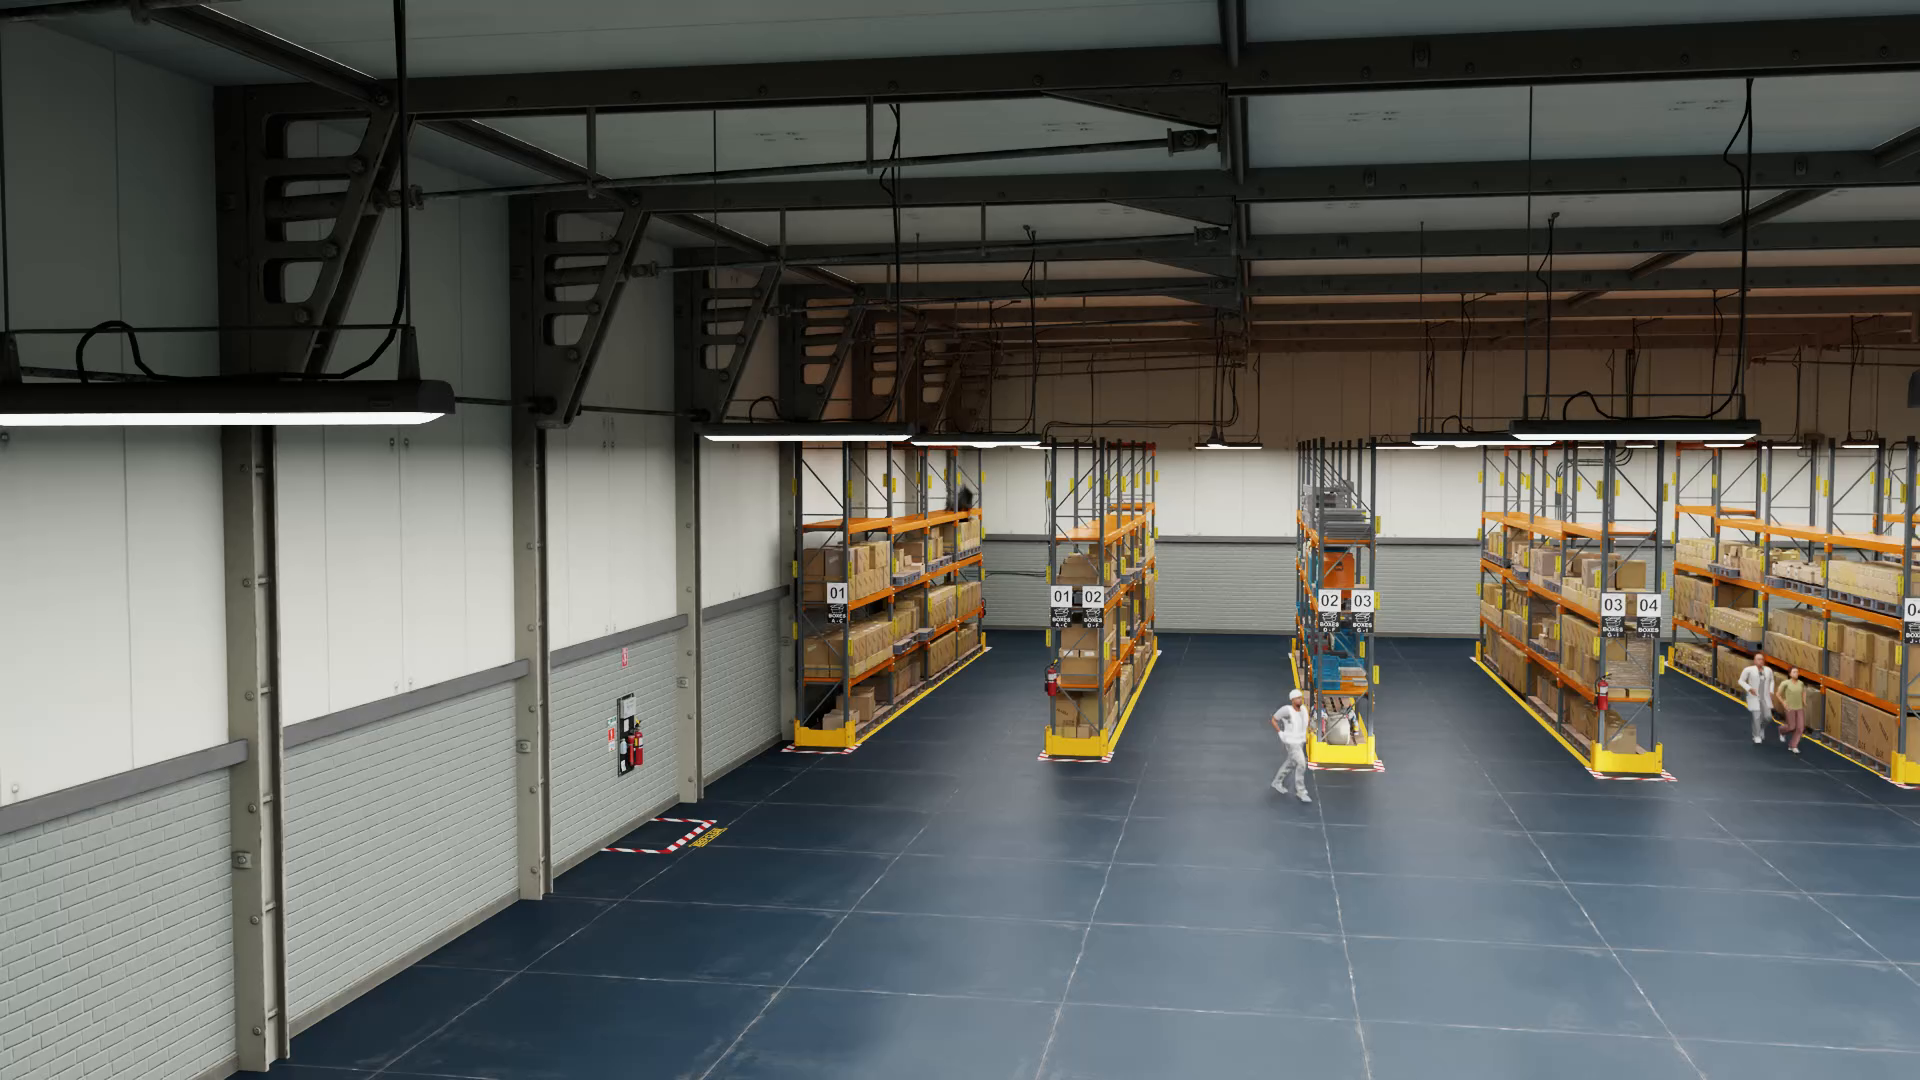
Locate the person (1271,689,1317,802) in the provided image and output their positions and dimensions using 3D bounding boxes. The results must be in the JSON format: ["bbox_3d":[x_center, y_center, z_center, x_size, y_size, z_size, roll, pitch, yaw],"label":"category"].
[{"bbox_3d":[5.526,3.378,27.507,0.830,1.841,0.651,3,4,44],"label":"person"}]

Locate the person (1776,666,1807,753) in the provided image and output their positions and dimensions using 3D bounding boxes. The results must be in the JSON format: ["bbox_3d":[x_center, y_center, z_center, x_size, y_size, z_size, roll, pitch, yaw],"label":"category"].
[{"bbox_3d":[15.944,3.228,31.850,0.581,1.629,0.633,0,3,0],"label":"person"}]

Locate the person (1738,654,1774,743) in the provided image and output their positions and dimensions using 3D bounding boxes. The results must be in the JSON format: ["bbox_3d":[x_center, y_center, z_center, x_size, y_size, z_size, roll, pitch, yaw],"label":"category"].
[{"bbox_3d":[15.716,3.117,32.749,0.716,1.743,0.630,0,3,6],"label":"person"}]
